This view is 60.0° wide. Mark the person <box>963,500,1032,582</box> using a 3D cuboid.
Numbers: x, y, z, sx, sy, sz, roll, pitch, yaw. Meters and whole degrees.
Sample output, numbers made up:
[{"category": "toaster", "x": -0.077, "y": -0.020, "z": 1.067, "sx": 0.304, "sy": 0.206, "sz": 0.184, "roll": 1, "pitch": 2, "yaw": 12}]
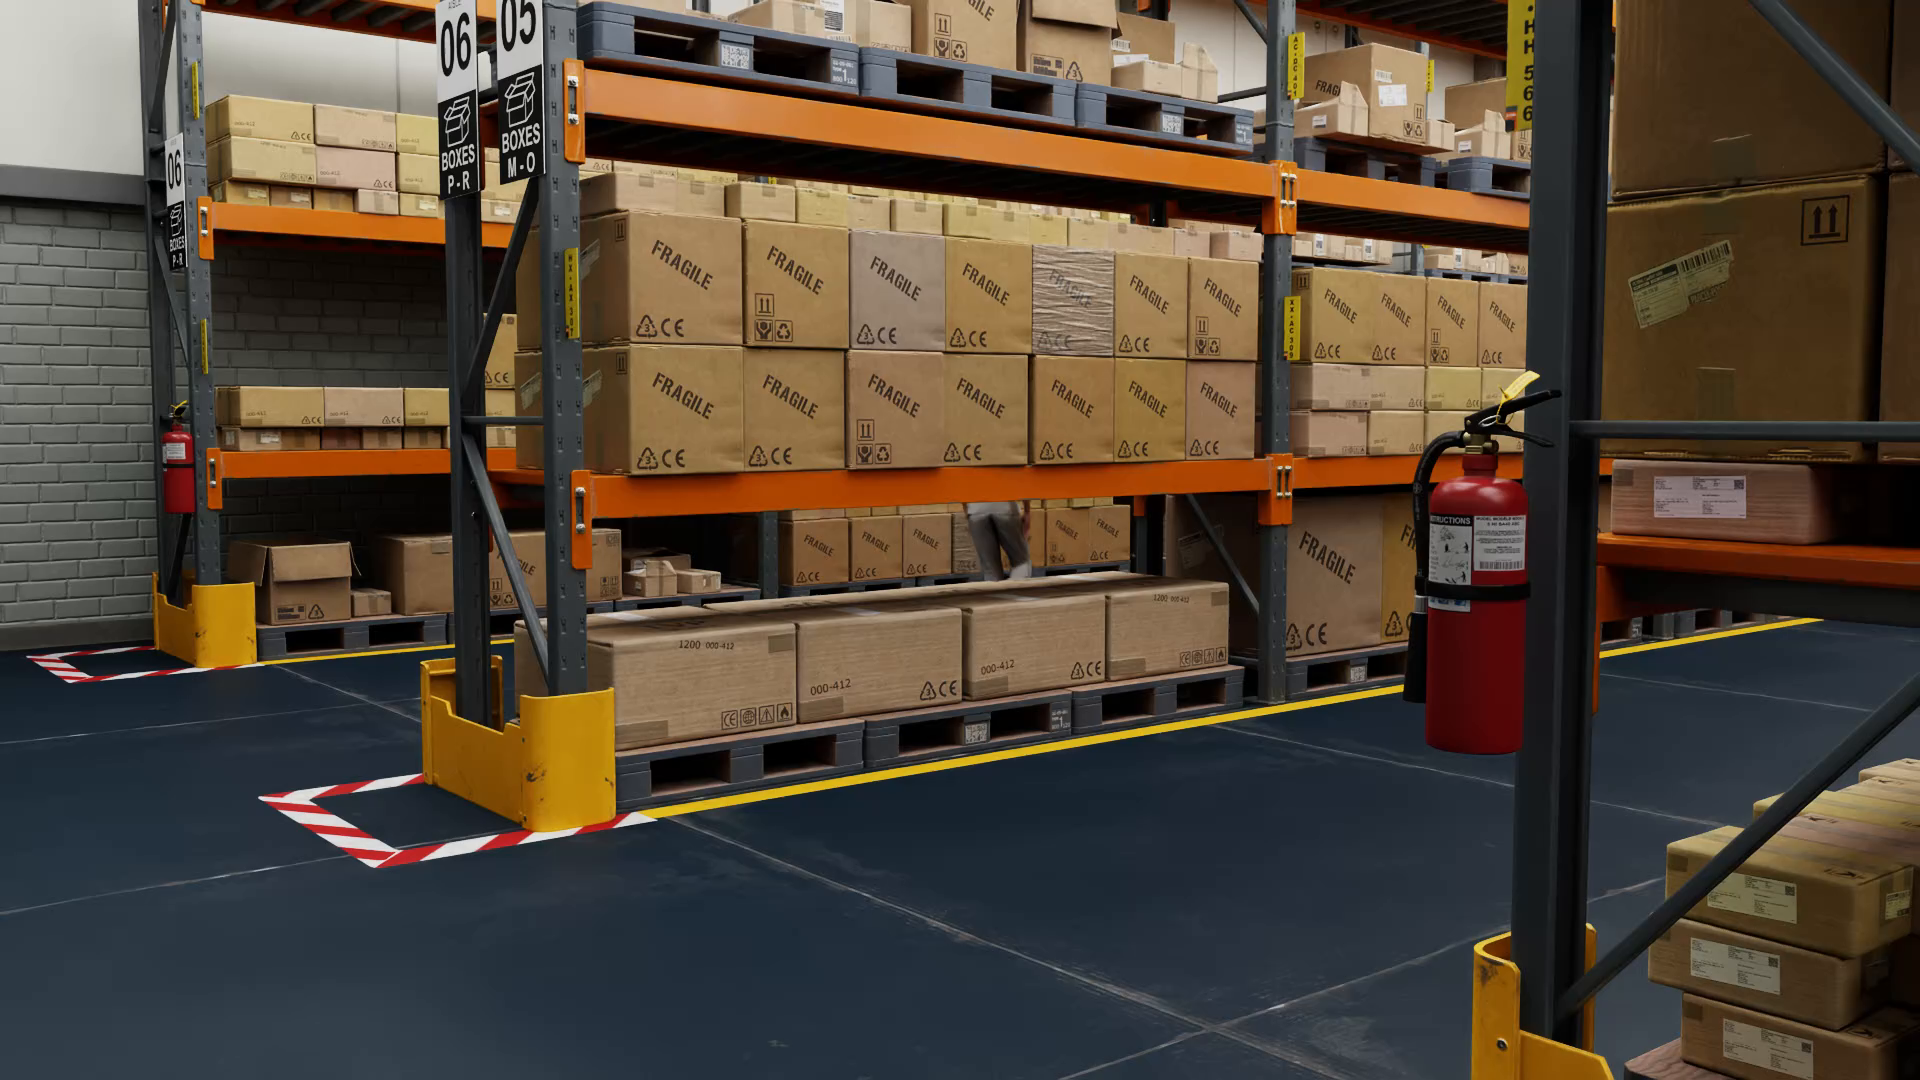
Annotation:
[{"category": "person", "x": 0.225, "y": -0.136, "z": 10.851, "sx": 0.496, "sy": 1.658, "sz": 0.457, "roll": 1, "pitch": 4, "yaw": 7}]
